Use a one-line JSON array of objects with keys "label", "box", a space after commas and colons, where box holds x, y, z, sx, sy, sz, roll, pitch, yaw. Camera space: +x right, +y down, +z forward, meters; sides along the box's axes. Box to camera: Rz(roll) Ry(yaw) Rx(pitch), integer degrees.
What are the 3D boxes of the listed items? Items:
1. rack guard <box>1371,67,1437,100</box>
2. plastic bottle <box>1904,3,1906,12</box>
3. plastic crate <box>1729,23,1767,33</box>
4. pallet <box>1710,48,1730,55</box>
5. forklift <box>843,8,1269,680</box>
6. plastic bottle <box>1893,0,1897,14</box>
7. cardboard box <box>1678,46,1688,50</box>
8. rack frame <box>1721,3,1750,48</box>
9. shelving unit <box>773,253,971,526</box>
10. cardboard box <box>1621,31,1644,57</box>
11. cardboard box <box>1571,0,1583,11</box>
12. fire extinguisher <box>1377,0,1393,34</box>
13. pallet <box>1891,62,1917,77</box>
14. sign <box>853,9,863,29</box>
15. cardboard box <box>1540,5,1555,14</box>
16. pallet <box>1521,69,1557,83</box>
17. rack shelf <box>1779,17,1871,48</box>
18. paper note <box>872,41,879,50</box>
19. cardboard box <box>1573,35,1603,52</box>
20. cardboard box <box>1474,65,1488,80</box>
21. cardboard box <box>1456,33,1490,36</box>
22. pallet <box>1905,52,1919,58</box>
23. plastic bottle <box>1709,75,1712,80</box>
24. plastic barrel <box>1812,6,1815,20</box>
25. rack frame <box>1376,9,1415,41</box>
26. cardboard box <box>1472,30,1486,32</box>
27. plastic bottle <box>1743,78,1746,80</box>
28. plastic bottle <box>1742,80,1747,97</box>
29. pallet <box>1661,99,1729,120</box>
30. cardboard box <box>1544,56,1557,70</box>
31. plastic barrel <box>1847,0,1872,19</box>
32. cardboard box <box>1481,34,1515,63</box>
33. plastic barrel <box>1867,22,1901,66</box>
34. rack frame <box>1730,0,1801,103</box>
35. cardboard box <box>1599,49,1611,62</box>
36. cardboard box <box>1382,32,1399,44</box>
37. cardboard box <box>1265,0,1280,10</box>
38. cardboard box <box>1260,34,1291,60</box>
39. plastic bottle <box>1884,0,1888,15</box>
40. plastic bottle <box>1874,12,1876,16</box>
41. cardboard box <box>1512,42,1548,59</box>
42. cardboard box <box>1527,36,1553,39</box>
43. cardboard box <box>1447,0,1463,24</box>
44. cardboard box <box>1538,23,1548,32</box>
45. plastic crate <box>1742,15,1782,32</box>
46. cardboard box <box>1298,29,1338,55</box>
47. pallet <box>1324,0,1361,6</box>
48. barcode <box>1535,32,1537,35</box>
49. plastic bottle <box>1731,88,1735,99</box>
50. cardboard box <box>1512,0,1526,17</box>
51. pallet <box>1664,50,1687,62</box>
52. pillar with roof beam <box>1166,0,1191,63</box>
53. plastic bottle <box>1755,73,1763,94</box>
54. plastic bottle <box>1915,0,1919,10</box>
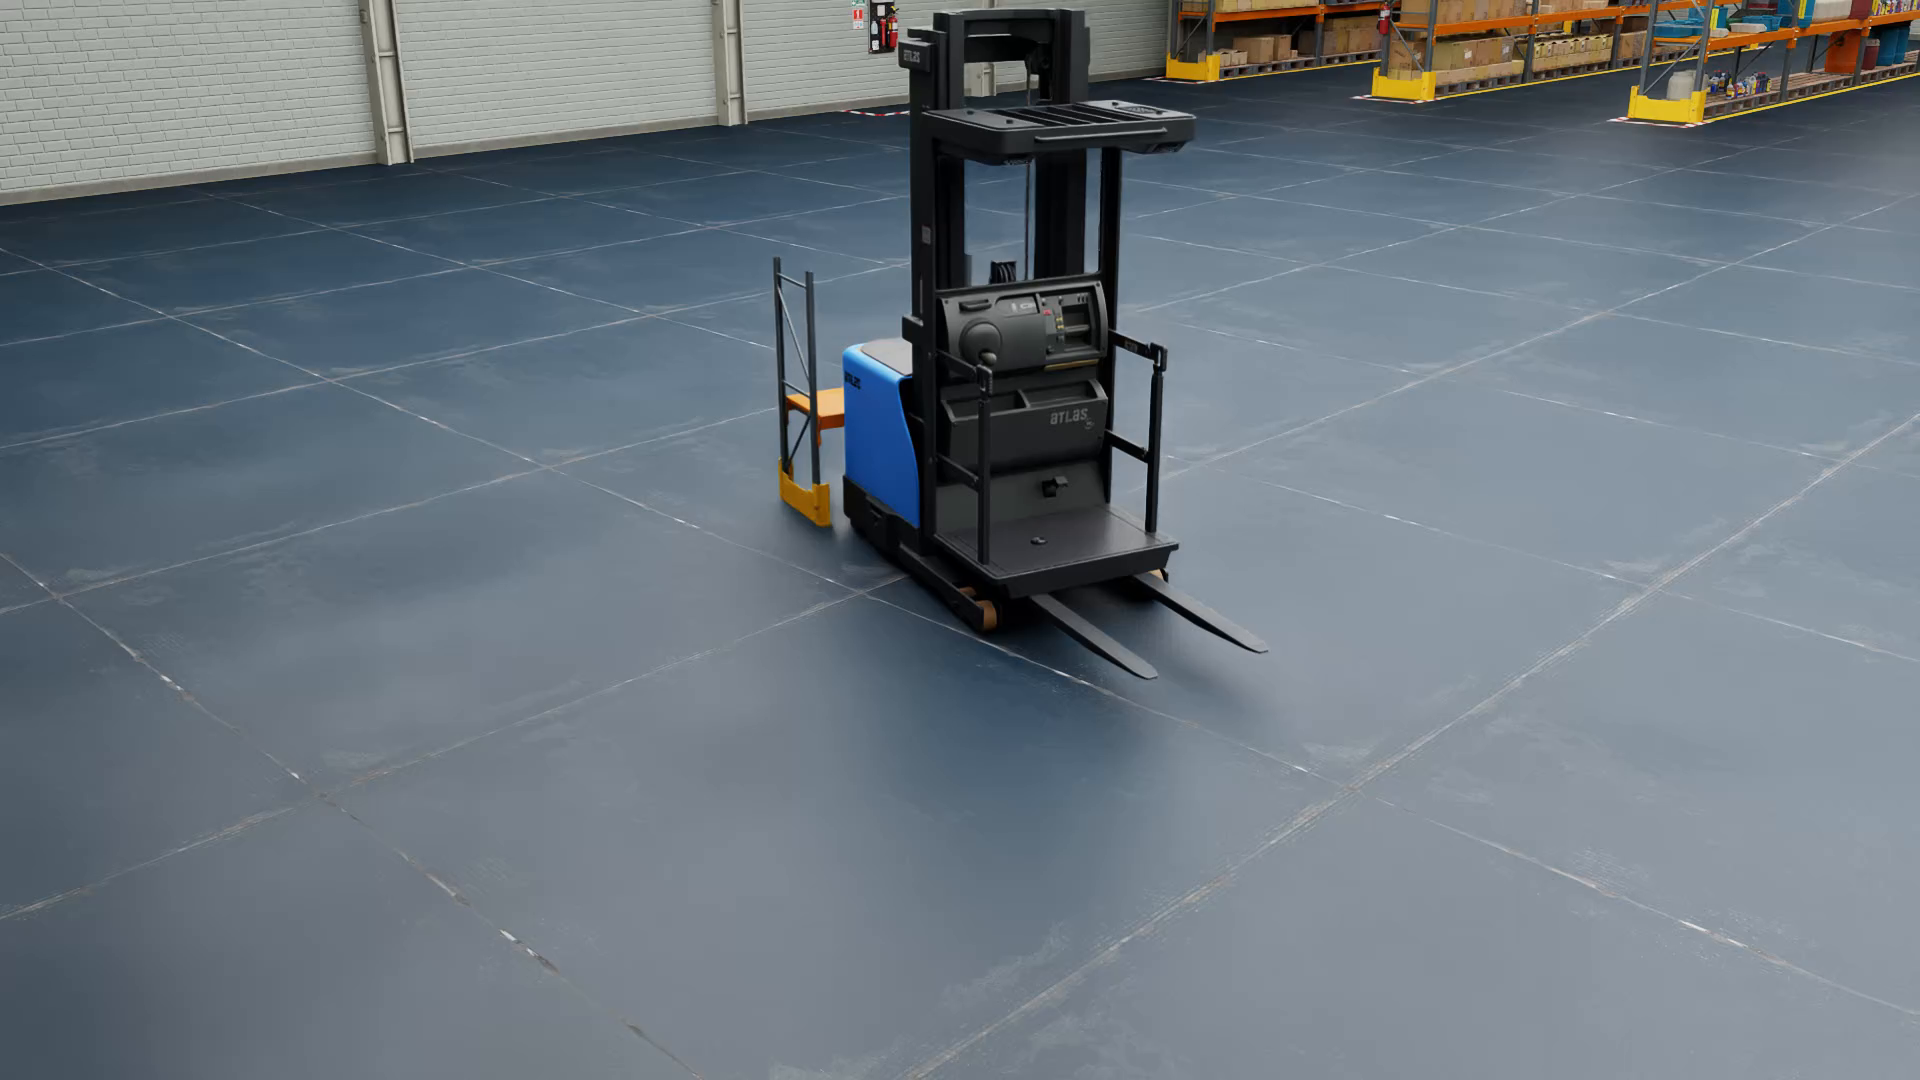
[{"label": "rack guard", "box": [8.290, -8.530, 31.070, 1.175, 0.500, 0.348, 19, 28, 41]}, {"label": "plastic bottle", "box": [19.419, -10.977, 34.230, 0.097, 0.201, 0.097, 0, 21, 0]}, {"label": "plastic crate", "box": [13.692, -8.887, 28.882, 0.530, 0.136, 0.437, 19, 28, 41]}, {"label": "pallet", "box": [18.009, -11.977, 40.442, 1.003, 0.211, 1.213, 19, 28, 41]}, {"label": "forklift", "box": [0.436, -1.083, 8.307, 1.130, 2.935, 3.031, -10, 23, -25]}, {"label": "plastic bottle", "box": [18.935, -10.848, 33.789, 0.152, 0.276, 0.135, 19, 28, 41]}, {"label": "cardboard box", "box": [16.539, -11.628, 38.516, 0.500, 0.500, 0.500, 19, 28, 40]}, {"label": "rack frame", "box": [19.468, -13.816, 41.338, 1.000, 3.000, 0.127, 19, 28, 41]}, {"label": "shelving unit", "box": [-0.505, -0.969, 10.006, 1.083, 1.500, 0.587, -11, 24, -27]}, {"label": "cardboard box", "box": [14.771, -10.979, 36.830, 0.500, 0.500, 0.500, 18, 27, 39]}, {"label": "cardboard box", "box": [12.729, -11.371, 34.837, 0.500, 0.500, 0.500, 17, 27, 38]}, {"label": "fire extinguisher", "box": [7.891, -9.753, 30.875, 0.296, 0.674, 0.183, 19, 28, 41]}, {"label": "pallet", "box": [19.656, -10.057, 35.447, 1.003, 0.211, 1.213, 19, 28, 41]}, {"label": "sign", "box": [-1.773, -9.071, 28.943, 0.001, 0.329, 0.234, 19, 28, 41]}, {"label": "cardboard box", "box": [11.862, -10.790, 33.818, 0.380, 0.149, 0.250, 19, 28, 41]}, {"label": "pallet", "box": [11.583, -9.629, 34.331, 1.003, 0.211, 1.213, 19, 28, 41]}, {"label": "rack shelf", "box": [16.039, -9.669, 31.552, 1.077, 0.370, 4.000, 19, 28, 41]}, {"label": "paper note", "box": [-1.487, -8.731, 29.337, 0.016, 0.148, 0.142, 19, 28, 41]}, {"label": "cardboard box", "box": [13.341, -10.602, 35.443, 0.500, 0.311, 0.500, 19, 28, 40]}, {"label": "cardboard box", "box": [9.888, -9.083, 32.272, 0.500, 0.250, 0.500, 19, 28, 41]}, {"label": "cardboard box", "box": [10.206, -9.822, 33.151, 0.500, 0.500, 0.500, 19, 28, 41]}, {"label": "pallet", "box": [21.561, -10.759, 37.273, 1.003, 0.211, 1.213, 19, 28, 41]}, {"label": "plastic bottle", "box": [13.506, -8.244, 30.014, 0.133, 0.283, 0.061, -19, 28, -40]}, {"label": "plastic barrel", "box": [15.468, -9.745, 30.558, 0.433, 0.535, 0.433, 0, 21, 0]}, {"label": "rack frame", "box": [10.336, -12.998, 39.211, 1.000, 3.000, 0.127, 19, 28, 41]}, {"label": "cardboard box", "box": [12.766, -13.019, 41.677, 0.750, 0.750, 0.750, 20, 28, 41]}, {"label": "plastic bottle", "box": [13.950, -8.077, 29.580, 0.061, 0.283, 0.133, 19, 28, 41]}, {"label": "plastic bottle", "box": [13.791, -7.948, 29.262, 0.097, 0.271, 0.097, 0, 21, 0]}, {"label": "pallet", "box": [12.443, -7.399, 28.532, 1.003, 0.211, 1.213, 19, 28, 41]}, {"label": "cardboard box", "box": [11.913, -9.816, 34.180, 0.500, 0.250, 0.500, -19, 28, -41]}, {"label": "plastic barrel", "box": [17.327, -10.387, 32.228, 0.600, 0.536, 0.708, 19, 28, 41]}, {"label": "cardboard box", "box": [10.573, -9.694, 32.817, 0.500, 0.500, 0.500, 19, 28, 41]}, {"label": "plastic barrel", "box": [19.339, -10.446, 34.910, 0.600, 0.901, 0.708, 19, 28, 41]}, {"label": "rack frame", "box": [14.643, -9.490, 30.085, 1.000, 3.000, 0.127, 19, 28, 41]}, {"label": "cardboard box", "box": [13.695, -10.476, 35.895, 0.500, 0.250, 0.500, -19, 28, -41]}, {"label": "cardboard box", "box": [9.871, -11.839, 39.065, 0.500, 0.500, 0.700, -20, 29, -41]}, {"label": "cardboard box", "box": [6.389, -11.323, 35.034, 0.500, 0.250, 0.500, 20, 28, 41]}, {"label": "cardboard box", "box": [6.850, -10.732, 36.186, 0.500, 0.500, 0.500, 17, 27, 37]}, {"label": "plastic bottle", "box": [18.577, -10.696, 33.384, 0.061, 0.283, 0.133, 19, 28, 41]}, {"label": "plastic bottle", "box": [18.136, -10.504, 33.000, 0.097, 0.201, 0.097, 0, 21, 0]}, {"label": "cardboard box", "box": [11.564, -9.949, 33.745, 0.500, 0.311, 0.500, 19, 28, 41]}, {"label": "cardboard box", "box": [12.236, -10.473, 35.106, 0.500, 0.311, 0.500, 19, 28, 40]}, {"label": "cardboard box", "box": [9.004, -10.003, 31.278, 0.500, 0.500, 0.700, -19, 28, -41]}, {"label": "cardboard box", "box": [15.151, -13.750, 44.067, 0.700, 0.500, 0.500, 19, 28, 40]}, {"label": "plastic crate", "box": [14.066, -9.069, 29.195, 0.499, 0.251, 0.616, 19, 28, 41]}, {"label": "cardboard box", "box": [8.047, -11.202, 37.409, 0.500, 0.500, 0.700, -19, 28, -40]}, {"label": "pallet", "box": [8.183, -12.041, 36.987, 1.003, 0.211, 1.213, 19, 28, 41]}, {"label": "barcode", "box": [11.573, -10.179, 33.410, 0.001, 0.075, 0.075, 19, 28, 41]}, {"label": "plastic bottle", "box": [13.413, -7.776, 28.912, 0.097, 0.201, 0.097, 0, 21, 0]}, {"label": "cardboard box", "box": [10.792, -10.662, 32.994, 0.700, 0.500, 0.500, 18, 28, 39]}, {"label": "pallet", "box": [16.138, -11.267, 38.595, 1.003, 0.211, 1.213, 19, 28, 41]}, {"label": "pillar with roof beam", "box": [7.708, -13.061, 31.013, 9.100, 9.000, 0.400, 19, 28, 41]}, {"label": "plastic bottle", "box": [14.267, -8.172, 29.735, 0.144, 0.351, 0.185, 18, 27, 38]}, {"label": "plastic bottle", "box": [19.926, -11.213, 34.739, 0.152, 0.276, 0.135, 19, 28, 41]}]
